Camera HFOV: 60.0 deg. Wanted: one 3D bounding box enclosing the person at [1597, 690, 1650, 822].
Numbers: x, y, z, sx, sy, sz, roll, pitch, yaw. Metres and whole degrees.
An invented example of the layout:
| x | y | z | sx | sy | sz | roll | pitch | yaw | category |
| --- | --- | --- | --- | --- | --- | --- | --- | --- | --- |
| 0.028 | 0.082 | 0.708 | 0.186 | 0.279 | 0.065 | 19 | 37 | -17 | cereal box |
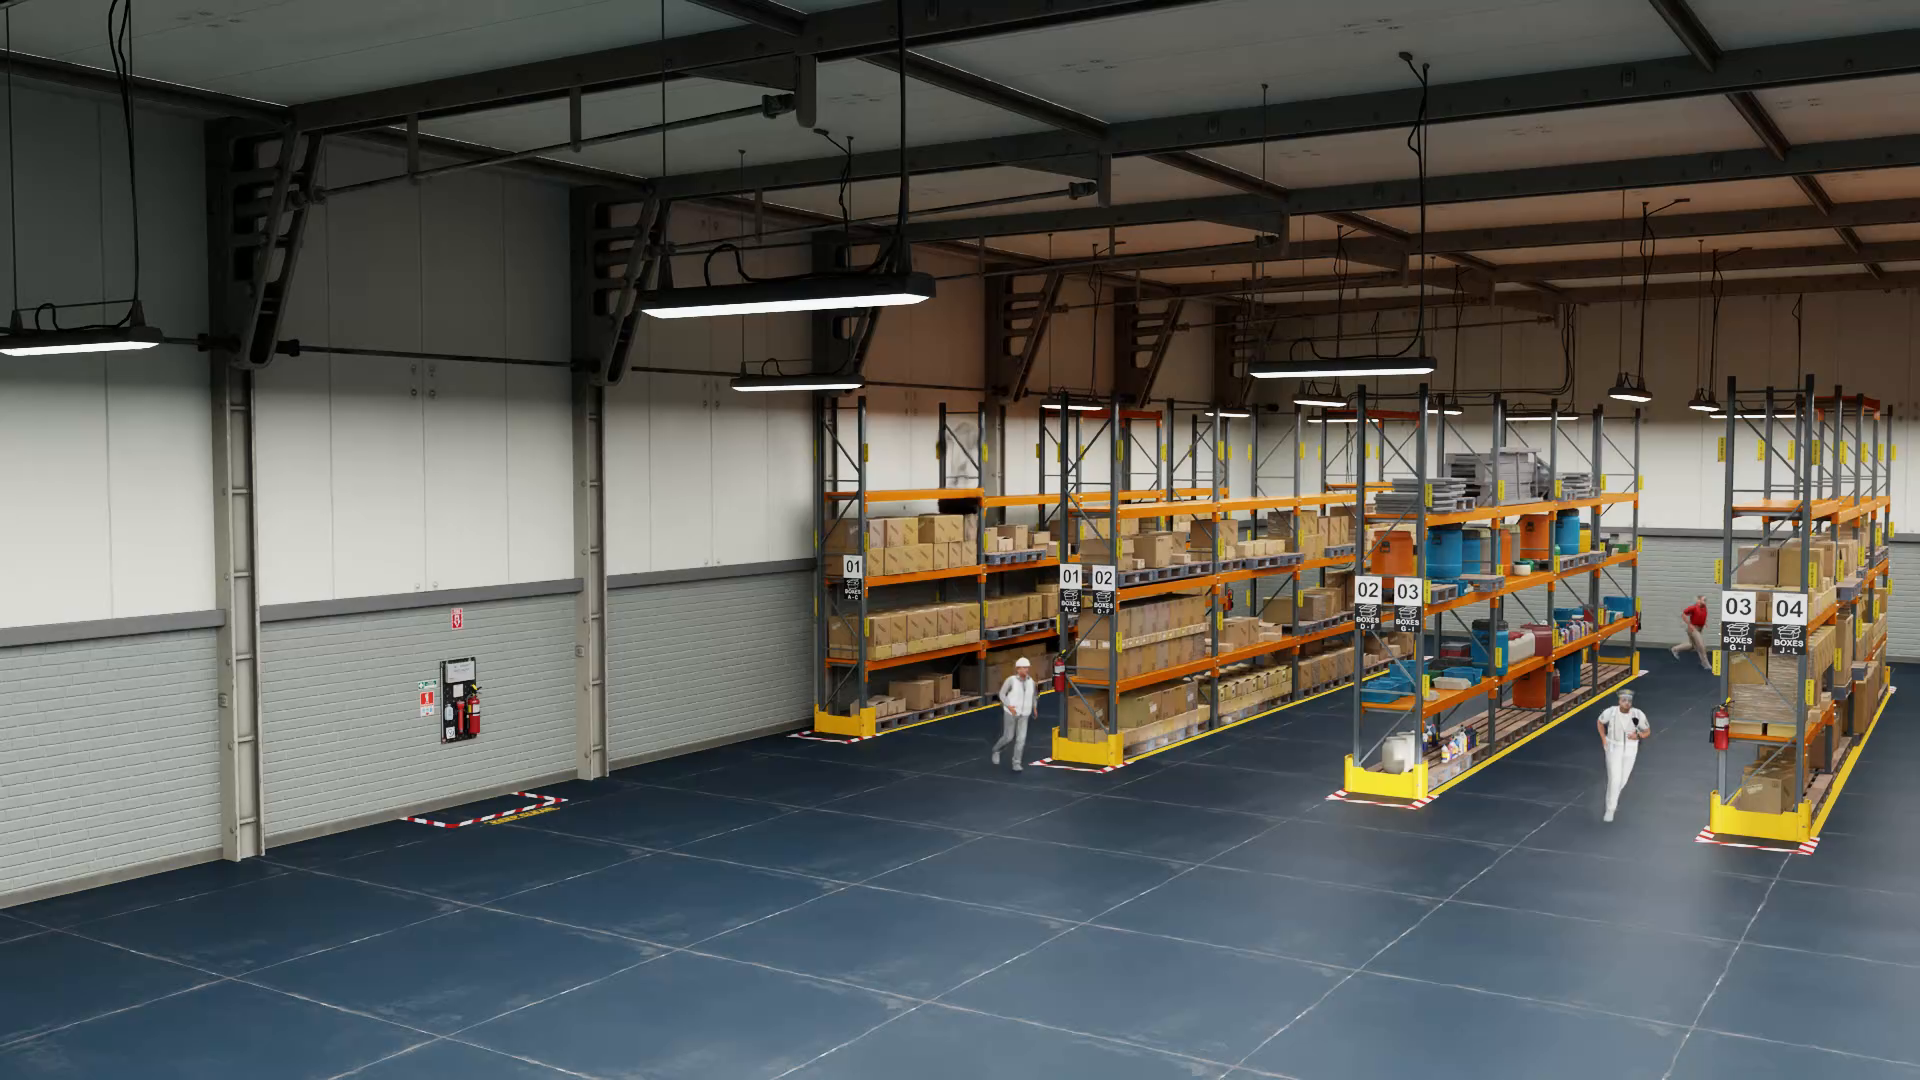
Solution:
| x | y | z | sx | sy | sz | roll | pitch | yaw | category |
| --- | --- | --- | --- | --- | --- | --- | --- | --- | --- |
| 9.122 | 2.933 | 22.881 | 0.648 | 1.825 | 0.844 | 0 | 3 | 9 | person |

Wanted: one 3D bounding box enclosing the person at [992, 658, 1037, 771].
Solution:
| x | y | z | sx | sy | sz | roll | pitch | yaw | category |
| --- | --- | --- | --- | --- | --- | --- | --- | --- | --- |
| 0.948 | 2.741 | 26.310 | 0.693 | 1.752 | 0.809 | -1 | 3 | -23 | person |

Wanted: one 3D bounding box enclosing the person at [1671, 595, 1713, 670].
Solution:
| x | y | z | sx | sy | sz | roll | pitch | yaw | category |
| --- | --- | --- | --- | --- | --- | --- | --- | --- | --- |
| 17.090 | 2.135 | 38.783 | 0.664 | 1.732 | 1.096 | -2 | 4 | -38 | person |
